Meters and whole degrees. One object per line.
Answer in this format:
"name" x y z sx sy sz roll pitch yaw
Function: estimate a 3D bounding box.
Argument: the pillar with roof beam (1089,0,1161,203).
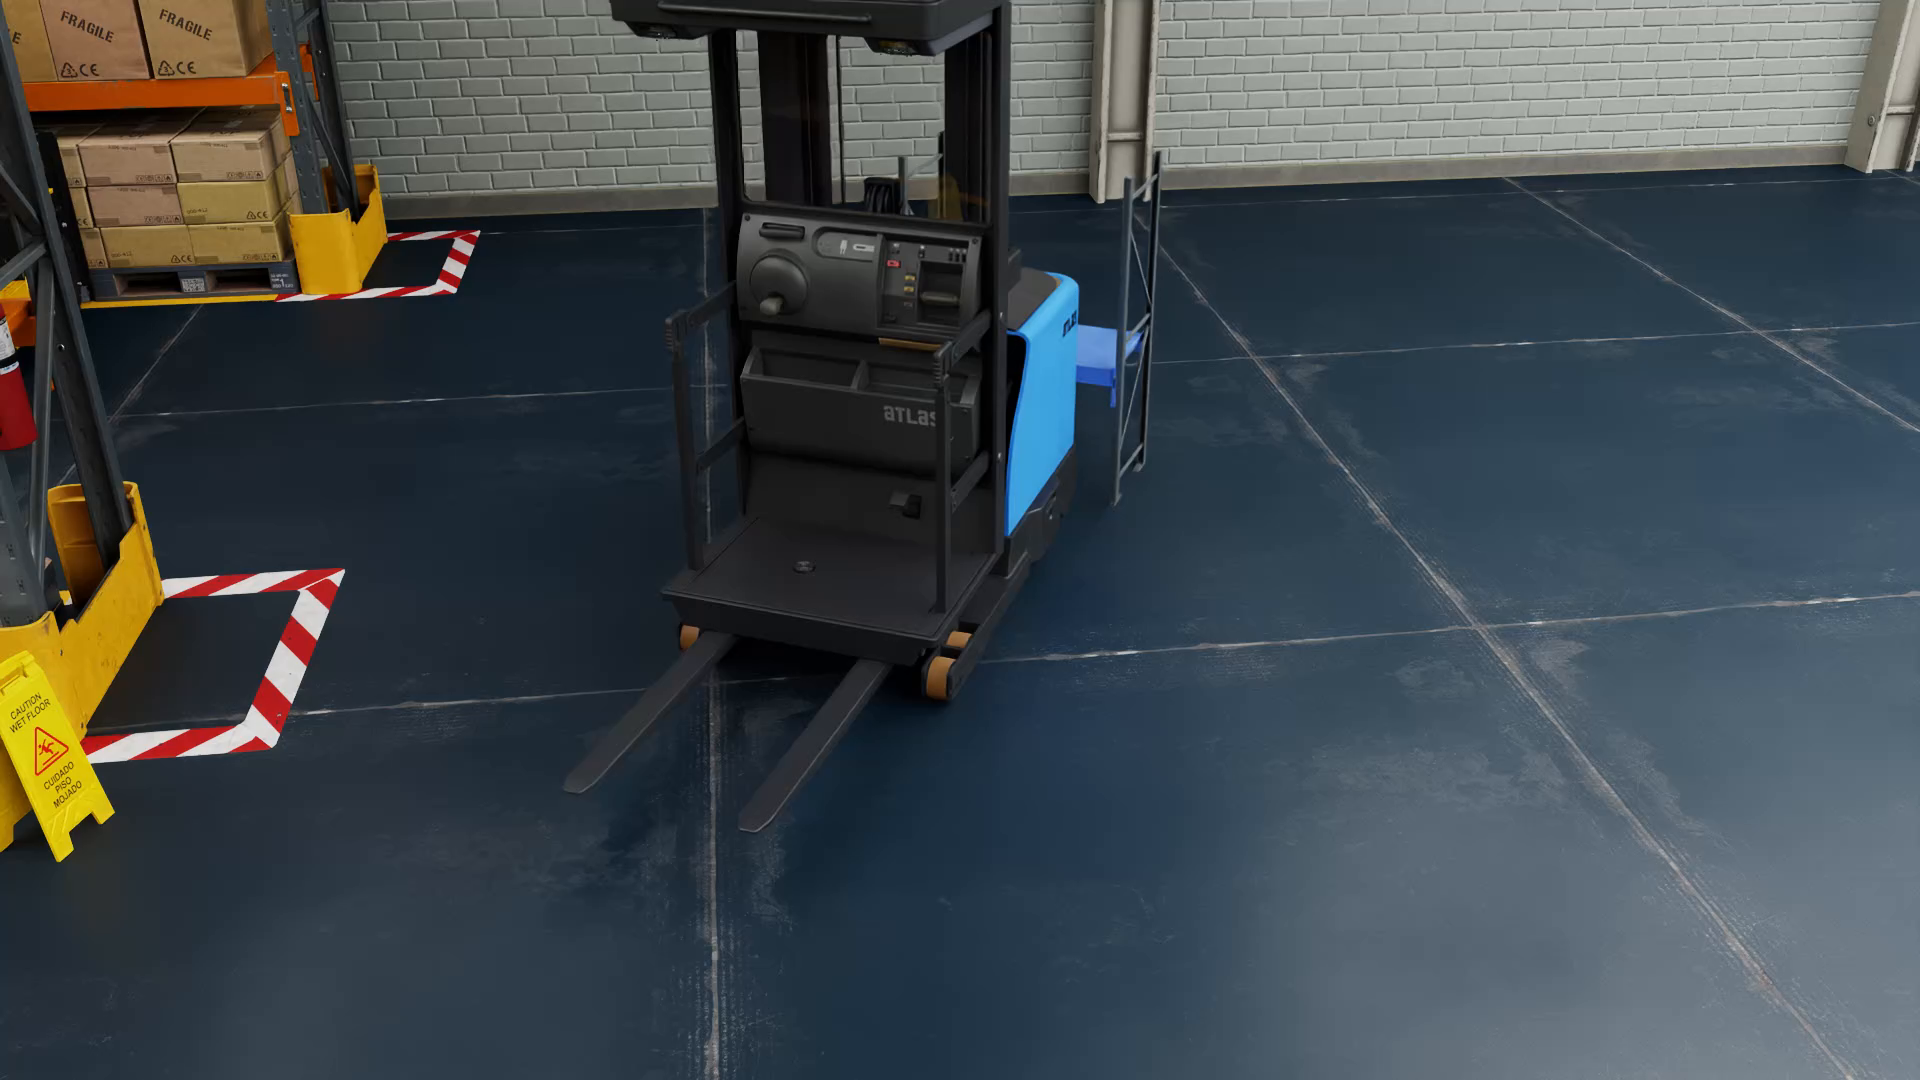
"pillar with roof beam" 1.761 -4.567 6.294 0.400 9.000 9.100 -4 27 -7

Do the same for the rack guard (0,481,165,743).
"rack guard" -3.345 0.261 6.193 0.348 0.500 1.175 -4 27 -7

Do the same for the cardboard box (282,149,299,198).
"cardboard box" -4.459 -2.349 10.547 0.500 0.250 0.500 -3 27 -6

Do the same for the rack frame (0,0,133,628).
"rack frame" -3.270 -0.856 5.632 0.127 3.000 1.000 -4 27 -7

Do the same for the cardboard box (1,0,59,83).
"cardboard box" -5.438 -2.932 9.569 0.500 0.500 0.500 -4 27 -8

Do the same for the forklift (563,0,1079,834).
"forklift" -0.440 -0.922 5.836 1.130 2.935 3.031 9 28 17

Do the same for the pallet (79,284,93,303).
"pallet" -5.922 -1.715 10.361 1.213 0.211 1.003 -4 27 -7

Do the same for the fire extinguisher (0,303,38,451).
"fire extinguisher" -3.092 -0.620 5.258 0.183 0.674 0.296 -4 27 -7

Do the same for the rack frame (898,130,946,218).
"rack frame" -0.163 -1.104 7.759 0.032 1.500 0.500 10 29 19

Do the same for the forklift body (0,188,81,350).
"forklift body" -5.588 -1.776 8.356 1.214 2.155 2.313 -4 27 -7

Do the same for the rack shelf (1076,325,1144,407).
"rack shelf" 0.311 -0.859 7.676 1.000 0.185 0.538 10 29 19

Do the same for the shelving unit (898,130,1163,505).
"shelving unit" 0.311 -1.019 7.594 1.048 1.500 0.538 10 29 19

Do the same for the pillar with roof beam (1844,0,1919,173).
"pillar with roof beam" 7.703 -4.949 7.037 0.400 9.000 9.100 -4 27 -7

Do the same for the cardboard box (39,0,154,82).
"cardboard box" -4.931 -2.965 9.633 0.500 0.500 0.500 -3 27 -5

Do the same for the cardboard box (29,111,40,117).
"cardboard box" -5.967 -2.473 10.240 0.500 0.250 0.500 -4 27 -8

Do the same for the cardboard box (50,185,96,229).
"cardboard box" -5.410 -2.044 9.951 0.500 0.250 0.500 -4 27 -8

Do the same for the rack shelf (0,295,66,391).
"rack shelf" -5.250 -0.408 5.548 4.000 0.370 1.077 -4 27 -7

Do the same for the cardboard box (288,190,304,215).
"cardboard box" -4.478 -2.120 10.648 0.500 0.250 0.500 -4 27 -7

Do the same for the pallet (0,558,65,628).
"pallet" -4.154 0.426 6.189 1.213 0.211 1.003 -4 27 -7

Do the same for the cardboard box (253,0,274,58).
"cardboard box" -4.494 -3.238 10.165 0.500 0.500 0.500 -3 27 -5

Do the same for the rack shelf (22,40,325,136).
"rack shelf" -5.945 -2.652 9.921 4.000 0.370 1.077 -4 27 -7

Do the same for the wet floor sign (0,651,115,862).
"wet floor sign" -2.932 0.664 5.250 0.232 0.644 0.267 6 28 11

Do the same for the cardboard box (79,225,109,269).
"cardboard box" -5.377 -1.835 10.092 0.500 0.250 0.500 -3 27 -7

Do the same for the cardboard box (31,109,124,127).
"cardboard box" -5.458 -2.502 10.298 0.500 0.250 0.500 -4 27 -7

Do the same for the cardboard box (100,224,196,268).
"cardboard box" -4.880 -1.863 10.146 0.500 0.250 0.500 -4 27 -7

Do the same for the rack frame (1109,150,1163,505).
"rack frame" 0.784 -0.935 7.429 0.032 1.500 0.500 10 29 19

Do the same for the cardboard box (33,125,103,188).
"cardboard box" -5.381 -2.266 9.836 0.500 0.250 0.500 -3 27 -6

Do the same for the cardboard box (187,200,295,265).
"cardboard box" -4.386 -1.890 10.200 0.500 0.250 0.500 -3 27 -7

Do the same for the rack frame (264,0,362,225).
"rack frame" -3.965 -3.099 10.004 0.127 3.000 1.000 -4 27 -7

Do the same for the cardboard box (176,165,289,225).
"cardboard box" -4.403 -2.113 10.086 0.500 0.250 0.500 -4 27 -8

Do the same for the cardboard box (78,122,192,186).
"cardboard box" -4.882 -2.302 9.908 0.500 0.250 0.500 -3 27 -6

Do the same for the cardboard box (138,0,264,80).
"cardboard box" -4.416 -2.994 9.689 0.500 0.500 0.500 -4 27 -8

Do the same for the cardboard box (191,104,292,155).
"cardboard box" -4.467 -2.563 10.415 0.500 0.250 0.500 -4 27 -8

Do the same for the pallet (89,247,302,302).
"pallet" -4.716 -1.791 10.509 1.213 0.211 1.003 -4 27 -7

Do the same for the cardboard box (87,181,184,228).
"cardboard box" -4.901 -2.086 10.034 0.500 0.250 0.500 -4 27 -8

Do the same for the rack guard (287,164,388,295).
"rack guard" -3.941 -1.989 10.578 0.348 0.500 1.175 -4 27 -7

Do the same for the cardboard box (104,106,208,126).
"cardboard box" -4.961 -2.529 10.350 0.500 0.250 0.500 -4 27 -7

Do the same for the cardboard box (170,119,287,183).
"cardboard box" -4.377 -2.337 9.976 0.500 0.250 0.500 -3 27 -5
